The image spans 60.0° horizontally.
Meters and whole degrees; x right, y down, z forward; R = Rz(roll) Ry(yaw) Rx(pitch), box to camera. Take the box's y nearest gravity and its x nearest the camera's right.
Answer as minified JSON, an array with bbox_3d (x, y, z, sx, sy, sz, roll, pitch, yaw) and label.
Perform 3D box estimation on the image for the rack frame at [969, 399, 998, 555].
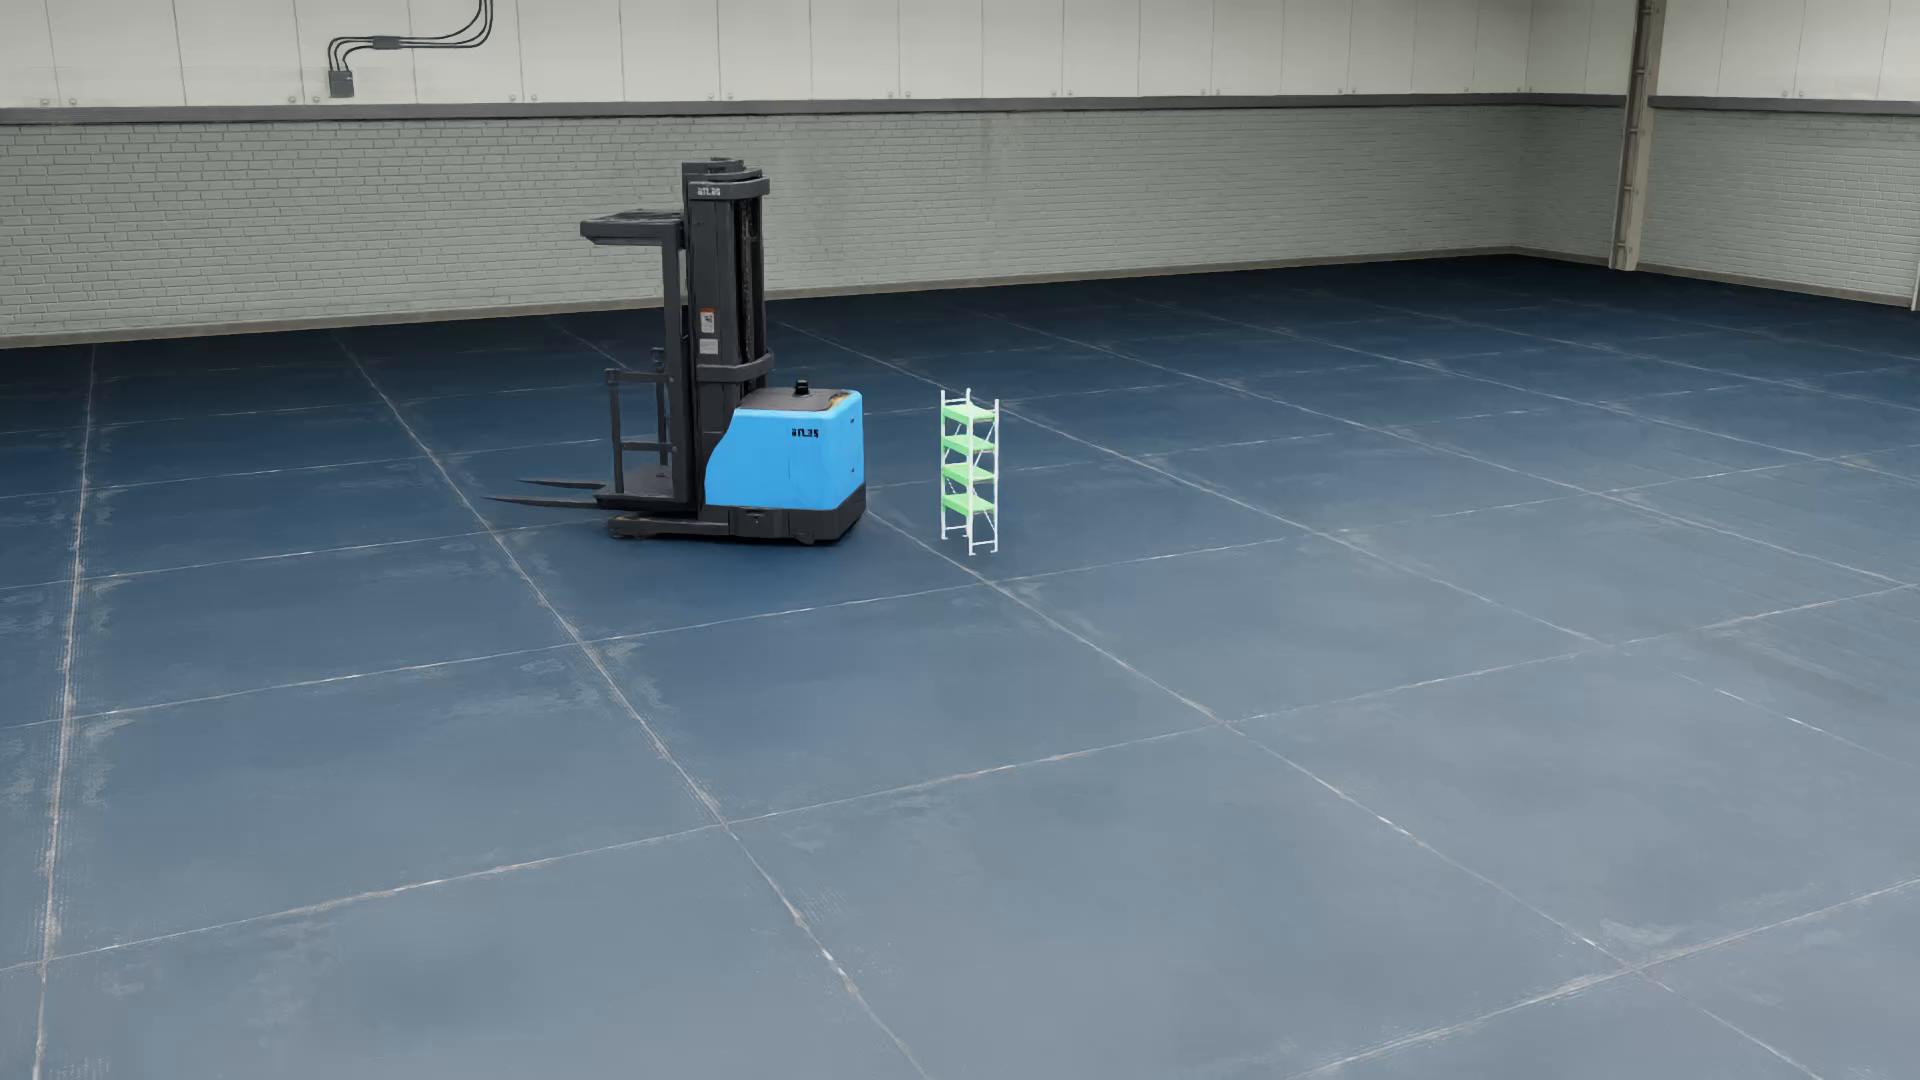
[{"bbox_3d":[0.179,-0.475,12.731,0.240,1.200,0.015,-8,18,-25],"label":"rack frame"}]

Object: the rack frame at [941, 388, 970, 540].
[{"bbox_3d":[-0.034,-0.596,13.153,0.240,1.200,0.015,-8,18,-25],"label":"rack frame"}]

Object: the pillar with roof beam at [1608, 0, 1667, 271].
[{"bbox_3d":[8.322,-8.786,27.553,9.100,9.000,0.400,-8,18,-25],"label":"pillar with roof beam"}]

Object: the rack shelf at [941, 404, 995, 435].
[{"bbox_3d":[0.073,-0.936,12.827,0.258,0.148,0.480,-8,18,-25],"label":"rack shelf"}]

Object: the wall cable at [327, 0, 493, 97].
[{"bbox_3d":[-7.685,-9.168,22.719,2.305,6.003,0.169,-8,18,-25],"label":"wall cable"}]

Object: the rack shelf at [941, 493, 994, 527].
[{"bbox_3d":[0.073,-0.244,13.026,0.258,0.148,0.480,-8,18,-25],"label":"rack shelf"}]

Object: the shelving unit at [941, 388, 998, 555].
[{"bbox_3d":[0.073,-0.536,12.942,0.258,1.200,0.503,-8,18,-25],"label":"shelving unit"}]

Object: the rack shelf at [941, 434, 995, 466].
[{"bbox_3d":[0.073,-0.705,12.894,0.258,0.148,0.480,-8,18,-25],"label":"rack shelf"}]

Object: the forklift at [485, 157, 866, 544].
[{"bbox_3d":[-2.355,-1.555,13.356,3.031,2.935,1.130,3,16,10],"label":"forklift"}]

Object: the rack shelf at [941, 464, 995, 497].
[{"bbox_3d":[0.073,-0.474,12.960,0.258,0.148,0.480,-8,18,-25],"label":"rack shelf"}]

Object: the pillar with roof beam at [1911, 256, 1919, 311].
[{"bbox_3d":[10.951,-7.298,22.369,9.100,9.000,0.400,-8,18,-25],"label":"pillar with roof beam"}]
